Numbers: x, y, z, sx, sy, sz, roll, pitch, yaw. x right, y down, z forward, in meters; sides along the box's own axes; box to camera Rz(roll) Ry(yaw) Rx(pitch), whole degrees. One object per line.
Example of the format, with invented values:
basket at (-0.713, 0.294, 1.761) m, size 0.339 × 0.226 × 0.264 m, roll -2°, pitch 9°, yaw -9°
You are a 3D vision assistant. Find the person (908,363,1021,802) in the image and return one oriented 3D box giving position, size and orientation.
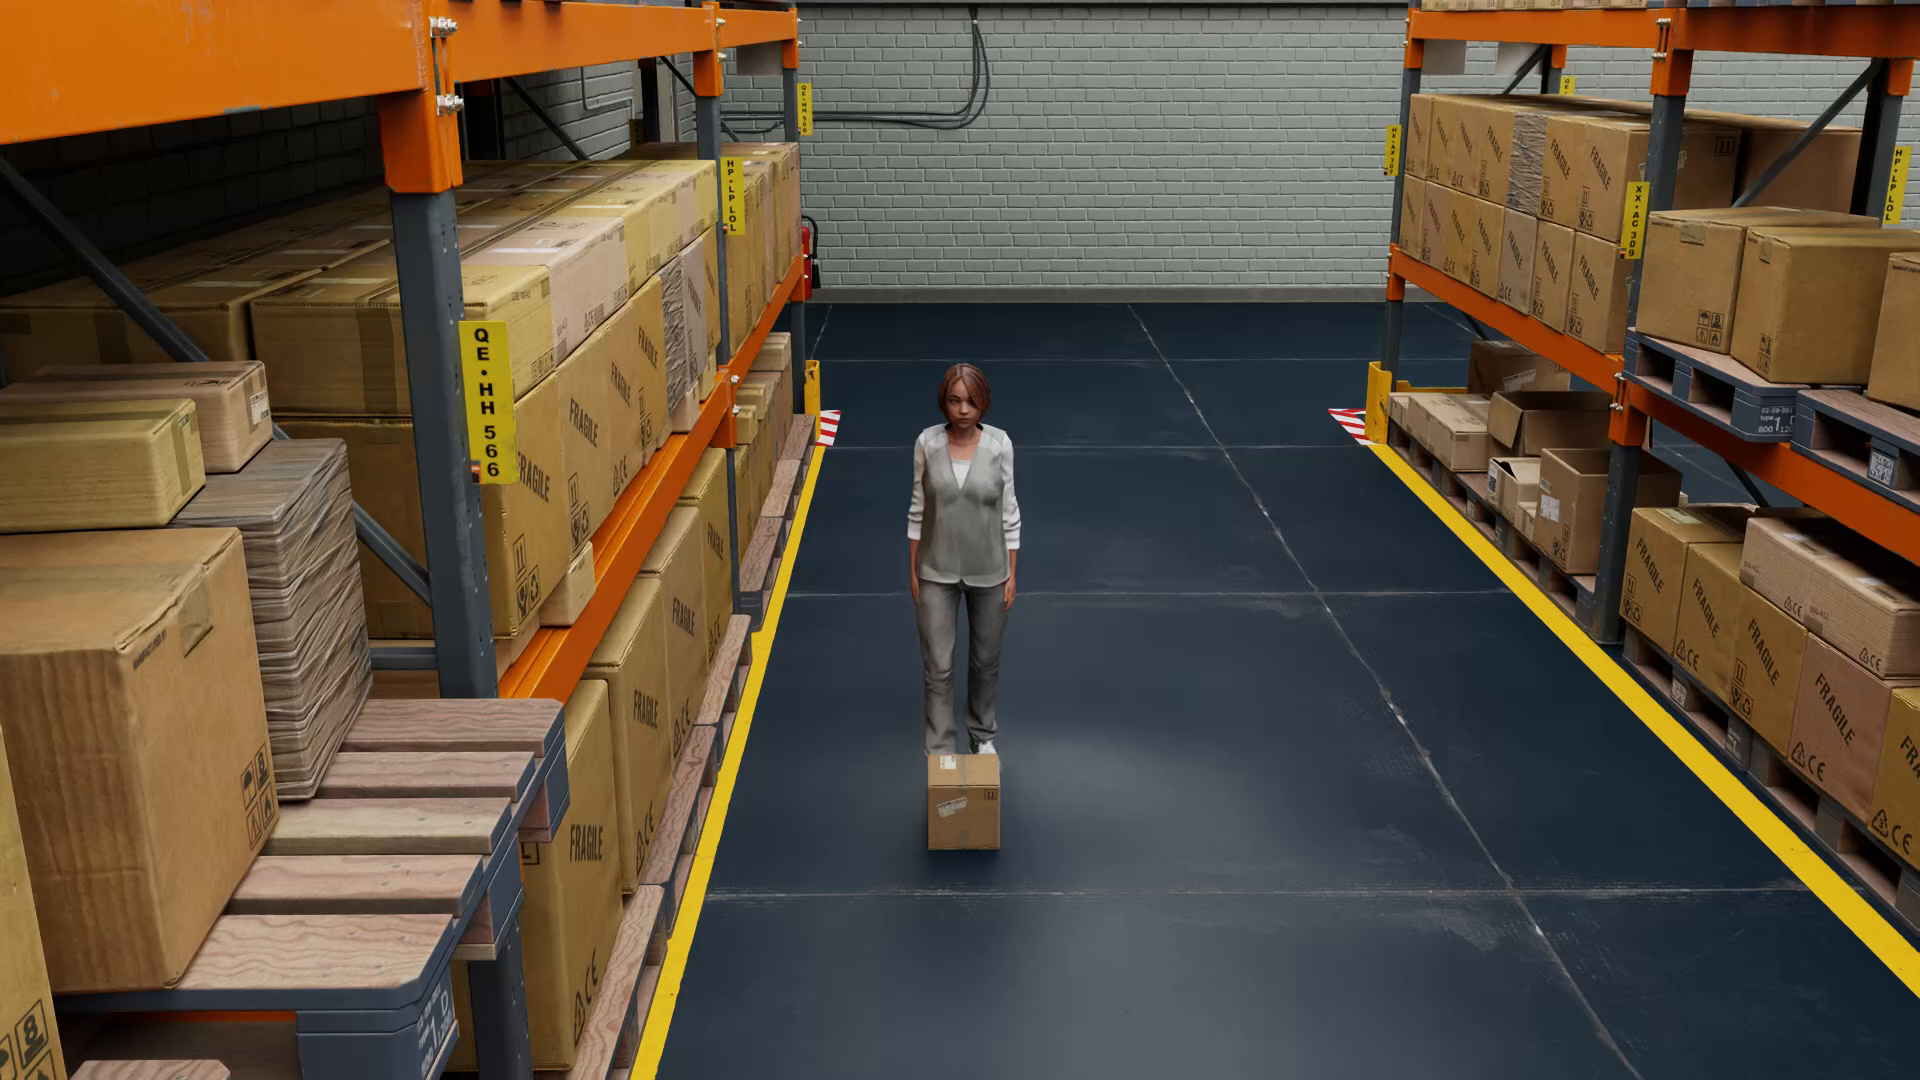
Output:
person at (0.014, 0.155, 6.068) m, size 0.415 × 1.602 × 0.563 m, roll 0°, pitch 17°, yaw 1°
